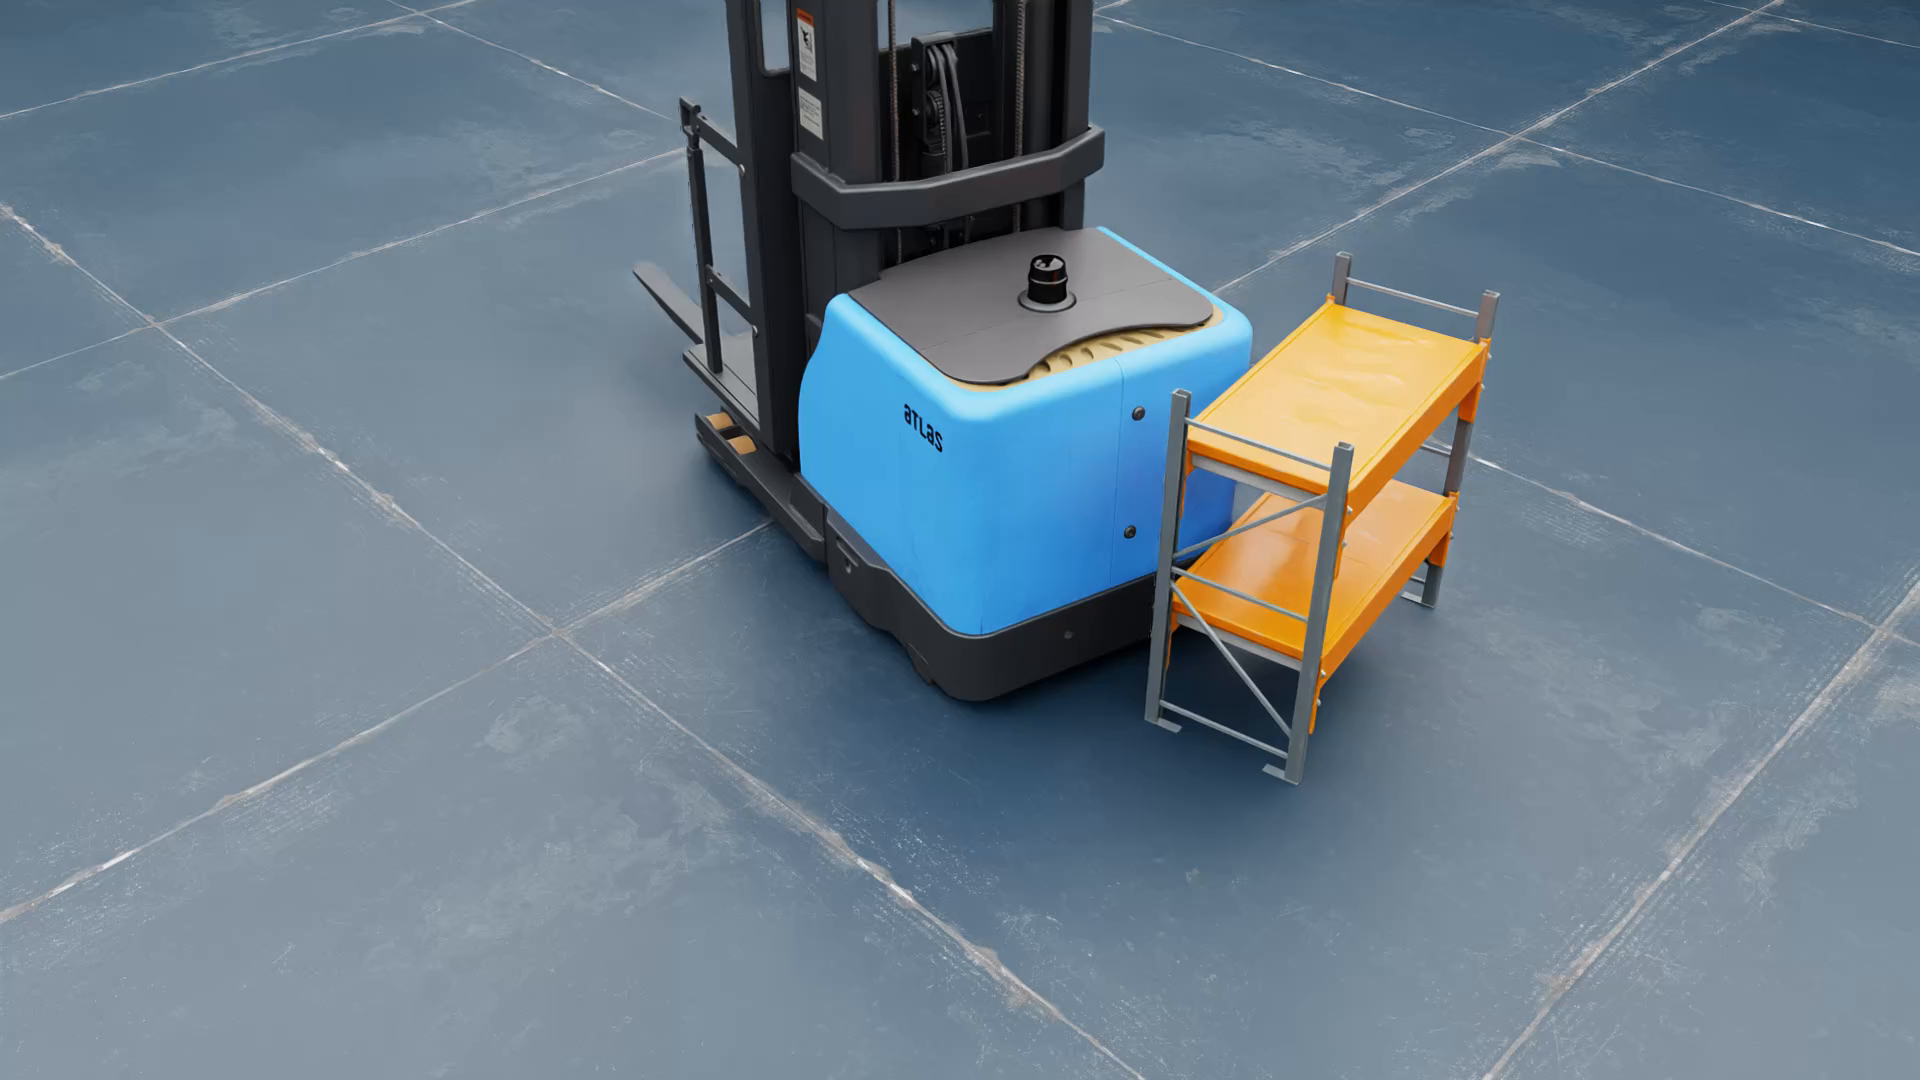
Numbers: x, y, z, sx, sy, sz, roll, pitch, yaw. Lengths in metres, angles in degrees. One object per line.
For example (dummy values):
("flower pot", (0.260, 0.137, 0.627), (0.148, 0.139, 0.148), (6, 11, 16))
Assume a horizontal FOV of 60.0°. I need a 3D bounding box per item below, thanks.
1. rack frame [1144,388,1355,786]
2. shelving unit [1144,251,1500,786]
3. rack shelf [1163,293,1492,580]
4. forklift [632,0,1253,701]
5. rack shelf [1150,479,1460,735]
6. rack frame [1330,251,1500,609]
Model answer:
("rack frame", (0.766, 0.152, 4.548), (0.500, 1.125, 0.032), (22, 40, 28))
("shelving unit", (1.057, -0.086, 4.890), (0.538, 1.125, 1.048), (22, 40, 28))
("rack shelf", (1.057, -0.326, 4.723), (0.538, 0.278, 1.000), (22, 40, 28))
("forklift", (-0.322, -1.538, 5.393), (1.130, 2.935, 3.031), (-19, 39, -25))
("rack shelf", (1.057, 0.114, 5.030), (0.538, 0.278, 1.000), (22, 40, 28))
("rack frame", (1.348, -0.324, 5.232), (0.500, 1.125, 0.032), (22, 40, 28))
